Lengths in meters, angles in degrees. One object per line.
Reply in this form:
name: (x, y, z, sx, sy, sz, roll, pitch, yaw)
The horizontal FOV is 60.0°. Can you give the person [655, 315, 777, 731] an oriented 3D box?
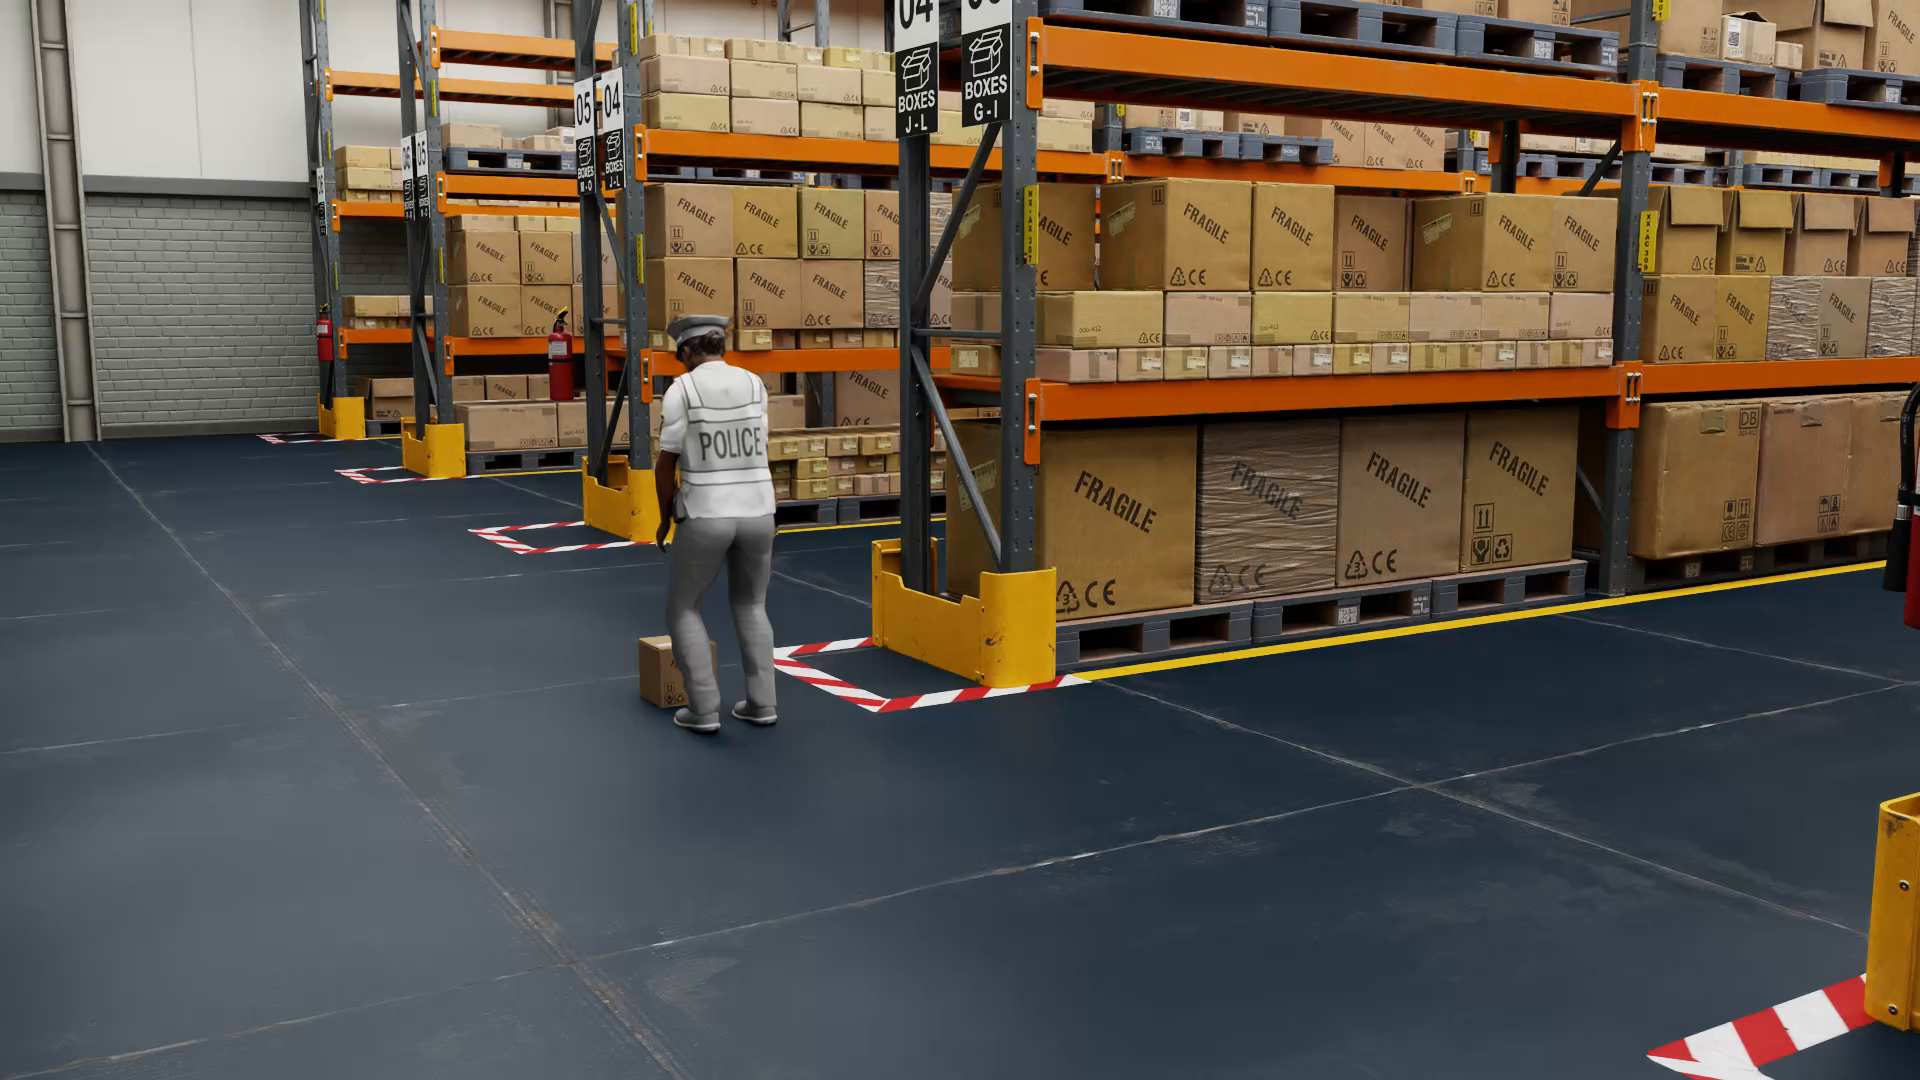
person: (-0.960, -0.062, 6.475, 0.461, 1.615, 0.460, -5, 9, -29)
